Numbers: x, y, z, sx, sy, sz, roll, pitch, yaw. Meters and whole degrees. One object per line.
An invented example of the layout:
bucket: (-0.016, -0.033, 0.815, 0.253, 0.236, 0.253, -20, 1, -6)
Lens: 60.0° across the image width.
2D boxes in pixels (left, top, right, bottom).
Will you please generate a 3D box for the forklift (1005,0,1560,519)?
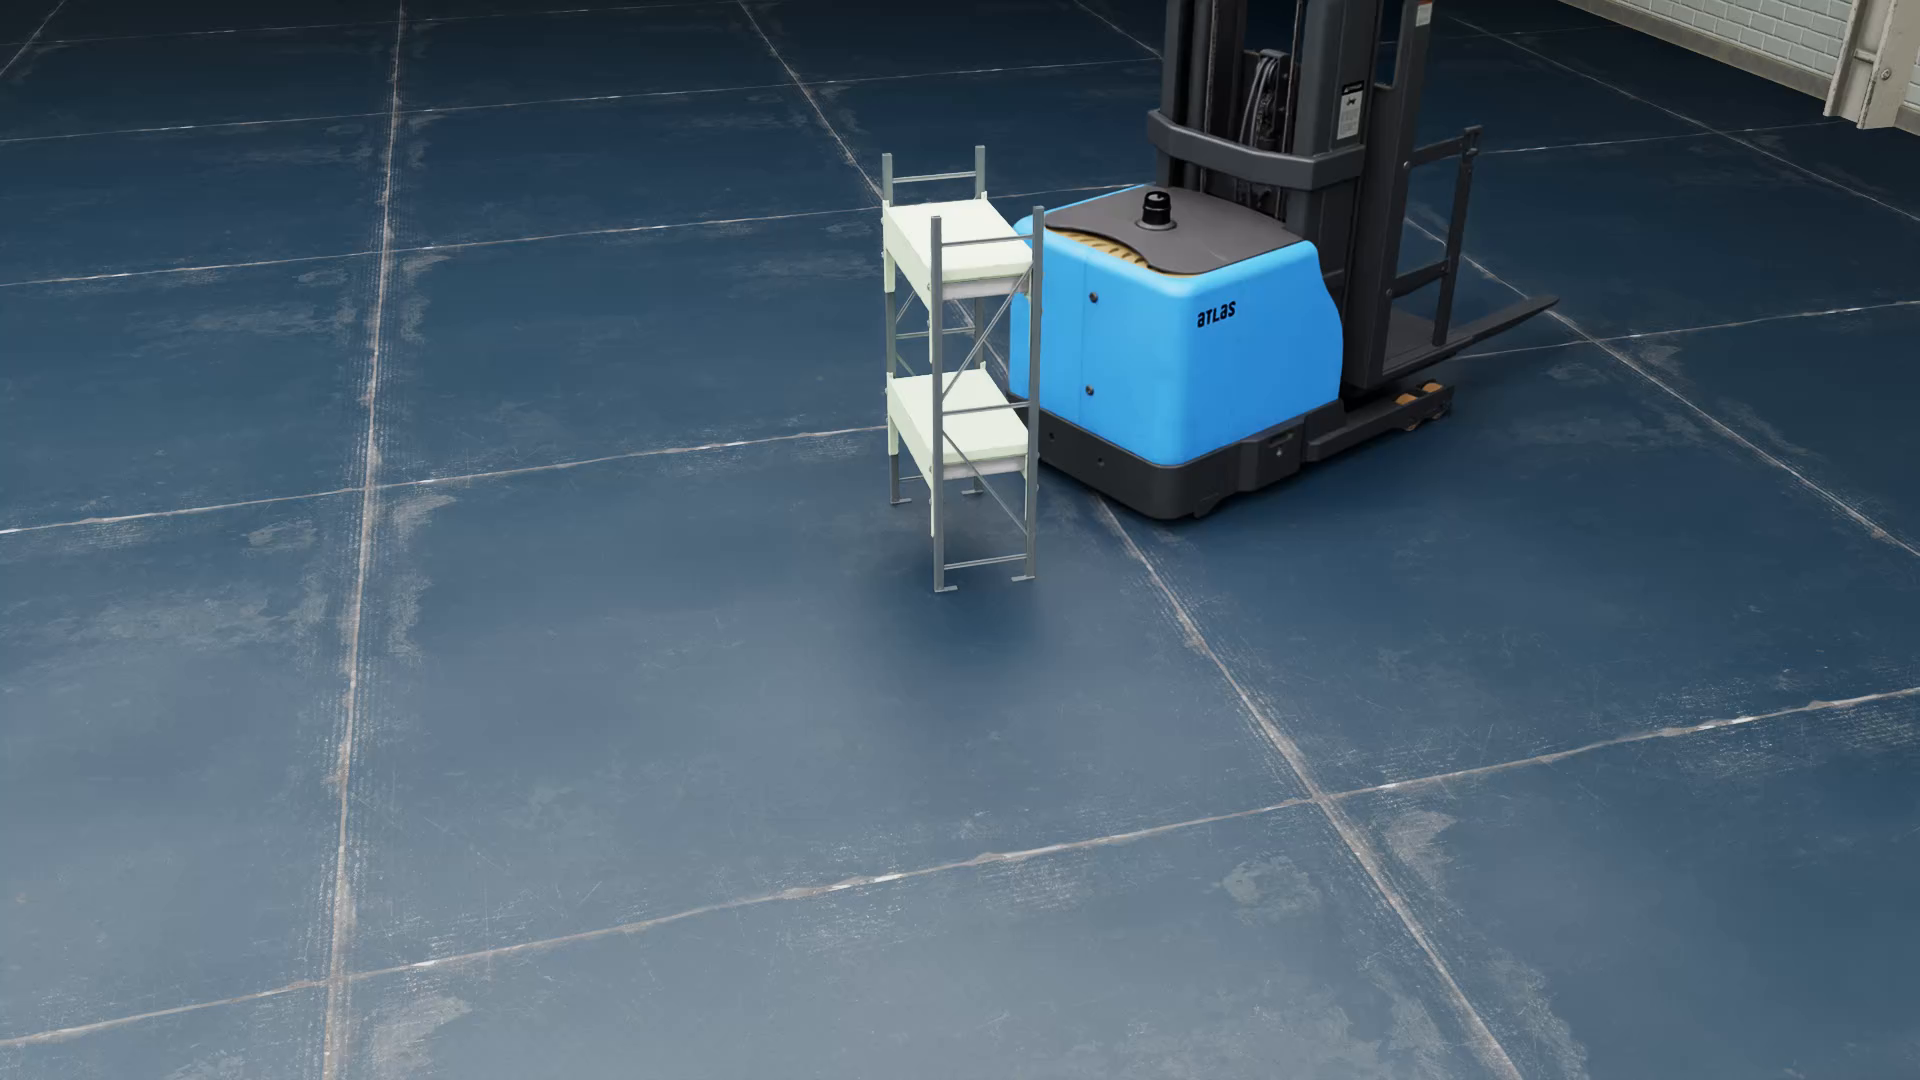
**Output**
forklift: (1.660, -1.951, 7.195, 3.031, 2.935, 1.130, -22, 37, -33)

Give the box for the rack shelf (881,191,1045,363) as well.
rack shelf: (-0.002, -0.990, 6.184, 0.431, 0.370, 0.720, -8, 31, -13)

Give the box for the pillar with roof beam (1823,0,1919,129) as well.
pillar with roof beam: (2.328, -6.347, 8.732, 9.100, 9.000, 0.400, -8, 31, -13)

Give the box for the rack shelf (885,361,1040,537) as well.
rack shelf: (-0.002, -0.370, 6.543, 0.431, 0.370, 0.720, -8, 31, -13)

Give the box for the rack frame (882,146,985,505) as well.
rack frame: (-0.099, -0.829, 6.685, 0.400, 1.500, 0.023, -8, 31, -13)

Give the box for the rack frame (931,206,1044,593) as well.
rack frame: (0.095, -0.476, 6.074, 0.400, 1.500, 0.023, -8, 31, -13)

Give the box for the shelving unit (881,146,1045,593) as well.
shelving unit: (-0.002, -0.652, 6.380, 0.431, 1.500, 0.755, -8, 31, -13)
